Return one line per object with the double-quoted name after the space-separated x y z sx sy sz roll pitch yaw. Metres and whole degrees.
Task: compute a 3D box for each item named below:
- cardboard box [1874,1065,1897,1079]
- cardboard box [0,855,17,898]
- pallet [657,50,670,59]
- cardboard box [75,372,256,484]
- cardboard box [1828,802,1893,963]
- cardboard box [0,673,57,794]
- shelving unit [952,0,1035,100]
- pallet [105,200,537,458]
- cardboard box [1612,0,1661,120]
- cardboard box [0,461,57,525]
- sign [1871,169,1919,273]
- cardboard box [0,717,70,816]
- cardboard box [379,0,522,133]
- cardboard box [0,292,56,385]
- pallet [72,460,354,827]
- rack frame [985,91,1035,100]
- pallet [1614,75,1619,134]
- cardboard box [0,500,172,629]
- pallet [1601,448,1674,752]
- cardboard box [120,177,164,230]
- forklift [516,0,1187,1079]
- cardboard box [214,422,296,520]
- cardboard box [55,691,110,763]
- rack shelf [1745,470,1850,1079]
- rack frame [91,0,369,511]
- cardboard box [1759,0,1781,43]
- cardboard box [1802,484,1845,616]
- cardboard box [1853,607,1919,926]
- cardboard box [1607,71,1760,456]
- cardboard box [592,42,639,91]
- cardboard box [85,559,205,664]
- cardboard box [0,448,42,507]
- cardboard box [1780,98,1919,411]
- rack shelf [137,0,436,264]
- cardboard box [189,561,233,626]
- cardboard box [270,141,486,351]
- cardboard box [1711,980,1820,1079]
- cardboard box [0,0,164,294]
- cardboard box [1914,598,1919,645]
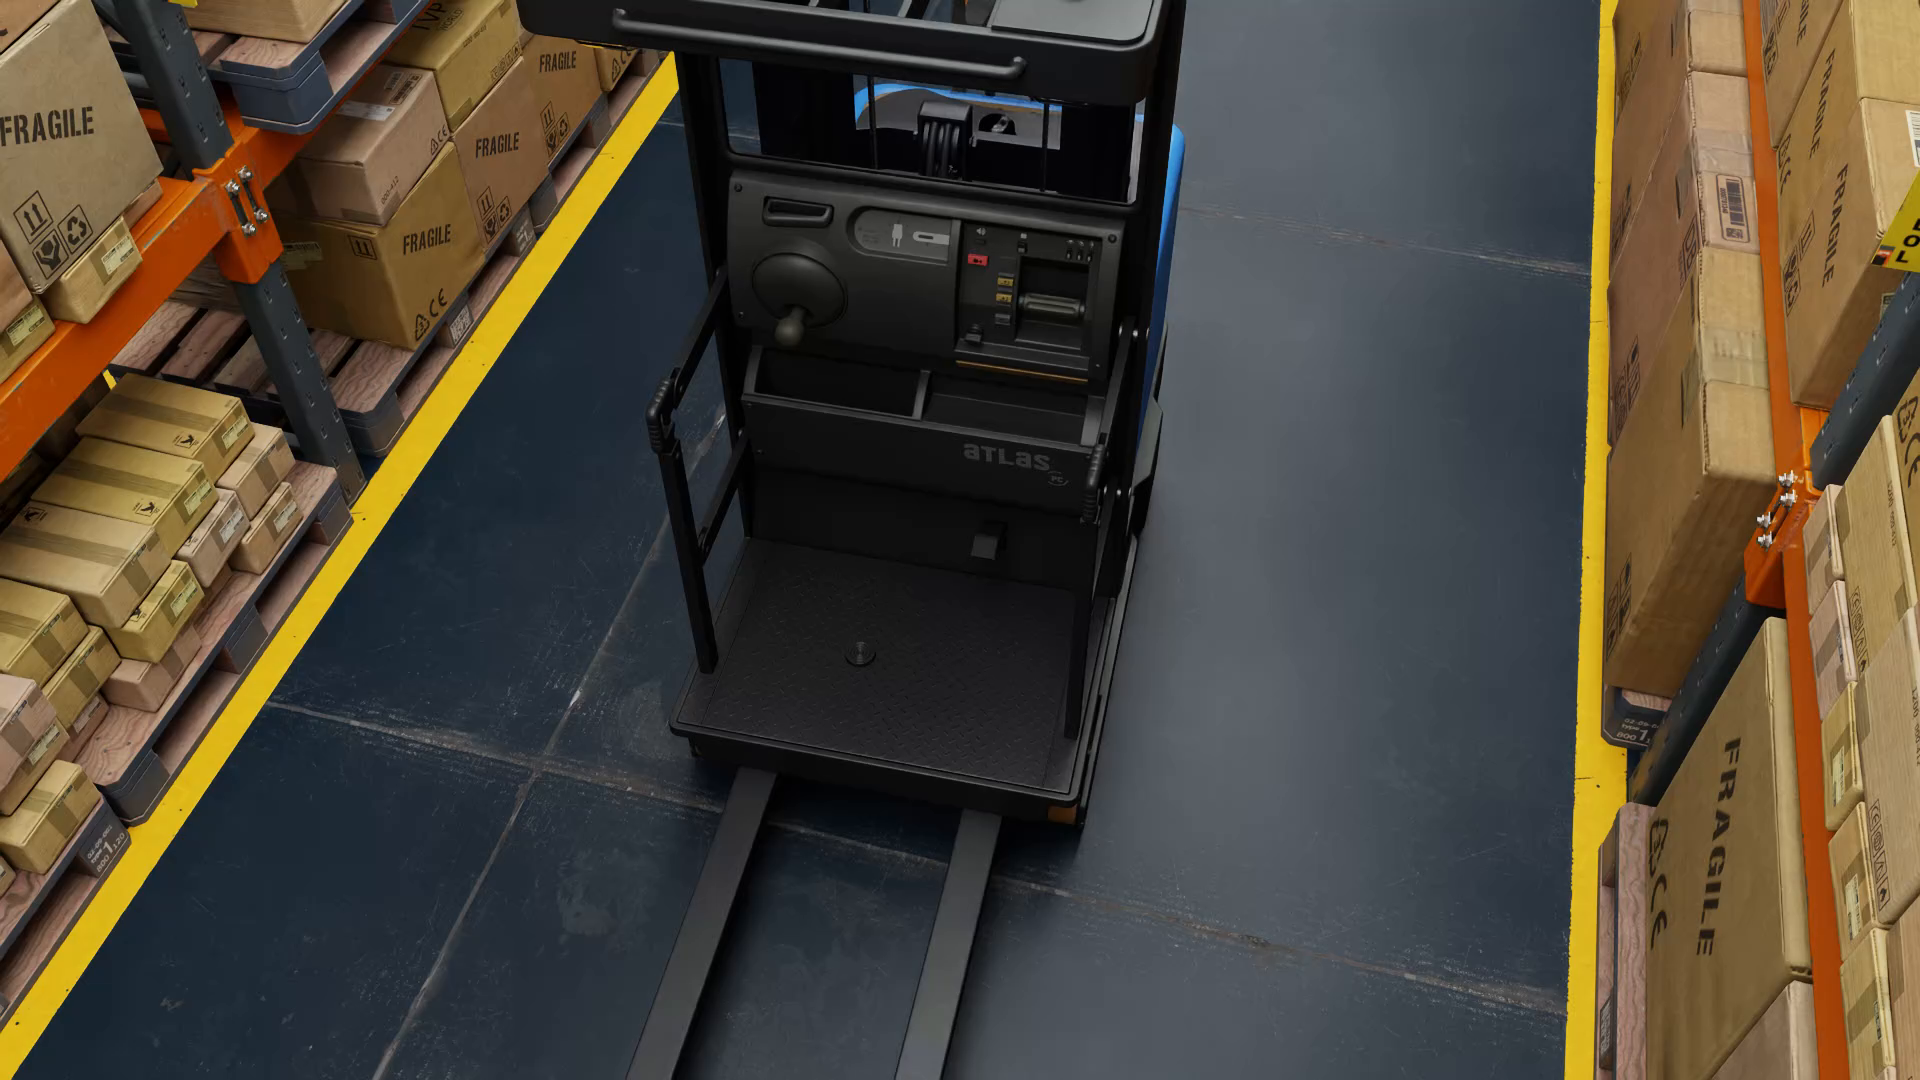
1.597 0.994 2.540 0.380 0.149 0.250 12 50 10 "cardboard box"
-2.603 0.852 4.118 0.380 0.149 0.250 12 50 11 "cardboard box"
-1.577 -2.633 7.433 1.003 0.211 1.213 12 50 10 "pallet"
-2.265 -0.311 4.748 0.380 0.149 0.250 13 50 11 "cardboard box"
1.732 0.628 2.863 0.380 0.149 0.250 10 49 9 "cardboard box"
-2.478 0.450 4.077 0.380 0.149 0.250 9 49 8 "cardboard box"
0.230 -1.541 5.209 0.431 2.100 0.503 9 49 8 "shelving unit"
-2.219 -0.868 5.875 1.003 0.211 1.213 12 50 10 "pallet"
3.187 -2.009 6.160 1.225 0.875 0.875 9 49 8 "cardboard box"
-2.806 -0.121 4.779 0.380 0.149 0.250 12 50 10 "cardboard box"
1.810 -0.632 3.088 0.100 0.325 0.005 12 50 10 "sign"
-2.520 0.515 4.217 0.380 0.149 0.250 13 50 11 "cardboard box"
-1.835 -1.655 5.597 0.500 0.250 0.500 13 50 11 "cardboard box"
-2.362 -0.502 3.860 0.380 0.149 0.250 13 50 12 "cardboard box"
-2.565 0.189 4.943 1.003 0.211 1.213 12 50 10 "pallet"
0.282 -1.719 5.367 0.400 2.100 0.015 9 49 8 "rack frame"
3.109 -1.590 6.513 1.003 0.211 1.213 12 50 10 "pallet"
-2.352 0.063 4.418 0.380 0.149 0.250 11 50 10 "cardboard box"
2.467 0.175 4.955 1.003 0.211 1.213 12 50 10 "pallet"
-2.272 -0.891 4.203 0.380 0.149 0.250 11 50 10 "cardboard box"
-0.135 -0.487 3.767 1.129 2.867 3.031 9 49 8 "forklift"
-2.199 -0.230 4.876 0.380 0.149 0.250 12 50 11 "cardboard box"
-2.540 0.470 4.456 0.380 0.149 0.250 10 49 9 "cardboard box"
1.810 1.510 2.397 1.077 0.370 4.000 12 50 10 "rack shelf"
-2.422 -1.227 4.332 1.000 3.000 0.127 12 50 10 "rack frame"
2.600 -1.698 4.681 0.500 0.500 0.500 12 50 10 "cardboard box"
1.937 0.056 3.367 0.380 0.149 0.250 12 50 10 "cardboard box"
1.824 0.423 2.778 0.500 0.250 0.500 11 50 10 "cardboard box"
2.720 -0.724 5.026 1.225 0.875 0.875 10 49 9 "cardboard box"
-1.554 -2.144 6.529 0.500 0.500 0.500 10 49 8 "cardboard box"
-2.311 0.165 4.527 0.380 0.149 0.250 10 49 9 "cardboard box"
-2.843 -0.224 4.671 0.380 0.149 0.250 14 50 12 "cardboard box"
2.196 -0.600 3.712 0.500 0.500 0.500 12 50 10 "cardboard box"
-1.896 -2.435 5.879 1.077 0.370 4.000 12 50 10 "rack shelf"
-2.346 0.100 4.783 0.380 0.149 0.250 13 50 11 "cardboard box"
-1.972 -1.021 5.537 0.500 0.500 0.500 13 50 11 "cardboard box"
1.848 1.502 3.061 0.875 0.875 0.875 12 50 10 "cardboard box"
-2.277 -0.953 3.825 0.500 0.500 0.500 12 50 10 "cardboard box"
1.826 0.179 2.493 0.500 0.500 0.500 12 50 10 "cardboard box"
